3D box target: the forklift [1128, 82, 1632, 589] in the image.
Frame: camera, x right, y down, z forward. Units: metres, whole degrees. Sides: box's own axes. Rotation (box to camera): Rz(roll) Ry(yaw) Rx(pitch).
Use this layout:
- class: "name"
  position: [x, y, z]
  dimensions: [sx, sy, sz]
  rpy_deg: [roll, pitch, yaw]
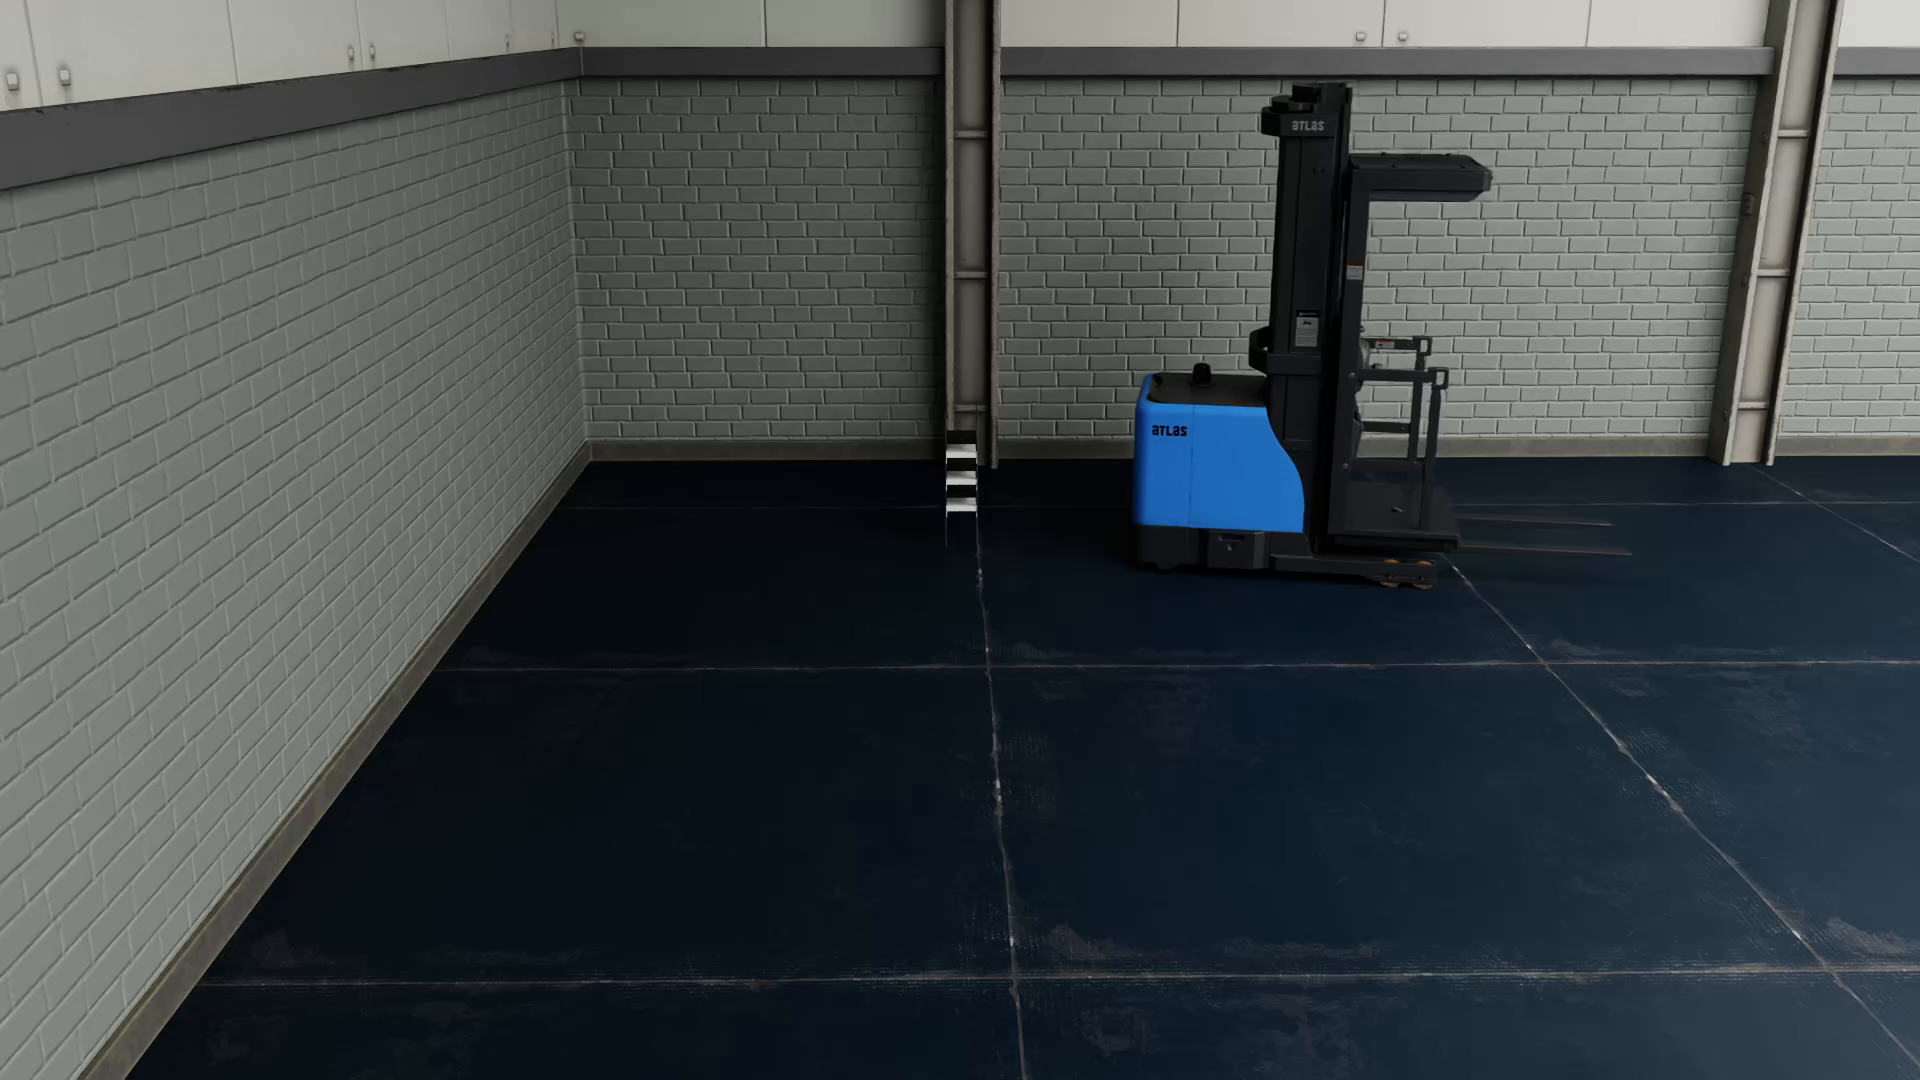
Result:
- class: "forklift"
  position: [2.626, -1.274, 10.221]
  dimensions: [3.031, 2.935, 1.130]
  rpy_deg: [3, 18, 9]

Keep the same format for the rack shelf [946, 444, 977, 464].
- class: "rack shelf"
  position: [0.008, -0.568, 10.865]
  dimensions: [0.200, 0.077, 0.258]
  rpy_deg: [0, 18, -1]

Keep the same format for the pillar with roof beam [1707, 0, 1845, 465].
- class: "pillar with roof beam"
  position: [6.155, -3.595, 7.523]
  dimensions: [0.400, 9.000, 9.100]
  rpy_deg: [0, 18, -1]

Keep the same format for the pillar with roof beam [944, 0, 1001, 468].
- class: "pillar with roof beam"
  position: [0.156, -3.566, 7.433]
  dimensions: [0.400, 9.000, 9.100]
  rpy_deg: [0, 18, -1]

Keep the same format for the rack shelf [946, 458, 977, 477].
- class: "rack shelf"
  position: [0.008, -0.482, 10.893]
  dimensions: [0.200, 0.077, 0.258]
  rpy_deg: [0, 18, -1]

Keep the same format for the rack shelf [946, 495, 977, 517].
- class: "rack shelf"
  position: [0.008, -0.225, 10.975]
  dimensions: [0.200, 0.077, 0.258]
  rpy_deg: [0, 18, -1]

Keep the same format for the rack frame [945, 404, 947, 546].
- class: "rack frame"
  position: [-0.094, -0.428, 10.909]
  dimensions: [0.006, 0.900, 0.240]
  rpy_deg: [0, 18, -1]

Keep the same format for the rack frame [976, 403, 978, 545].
- class: "rack frame"
  position: [0.110, -0.429, 10.912]
  dimensions: [0.006, 0.900, 0.240]
  rpy_deg: [0, 18, -1]

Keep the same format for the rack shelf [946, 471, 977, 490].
- class: "rack shelf"
  position: [0.008, -0.397, 10.920]
  dimensions: [0.200, 0.077, 0.258]
  rpy_deg: [0, 18, -1]

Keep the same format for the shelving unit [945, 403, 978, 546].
- class: "shelving unit"
  position: [0.008, -0.429, 10.910]
  dimensions: [0.210, 0.900, 0.258]
  rpy_deg: [0, 18, -1]

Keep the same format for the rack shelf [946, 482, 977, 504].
- class: "rack shelf"
  position: [0.008, -0.311, 10.948]
  dimensions: [0.200, 0.077, 0.258]
  rpy_deg: [0, 18, -1]

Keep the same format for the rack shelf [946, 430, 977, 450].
- class: "rack shelf"
  position: [0.008, -0.654, 10.838]
  dimensions: [0.200, 0.077, 0.258]
  rpy_deg: [0, 18, -1]
